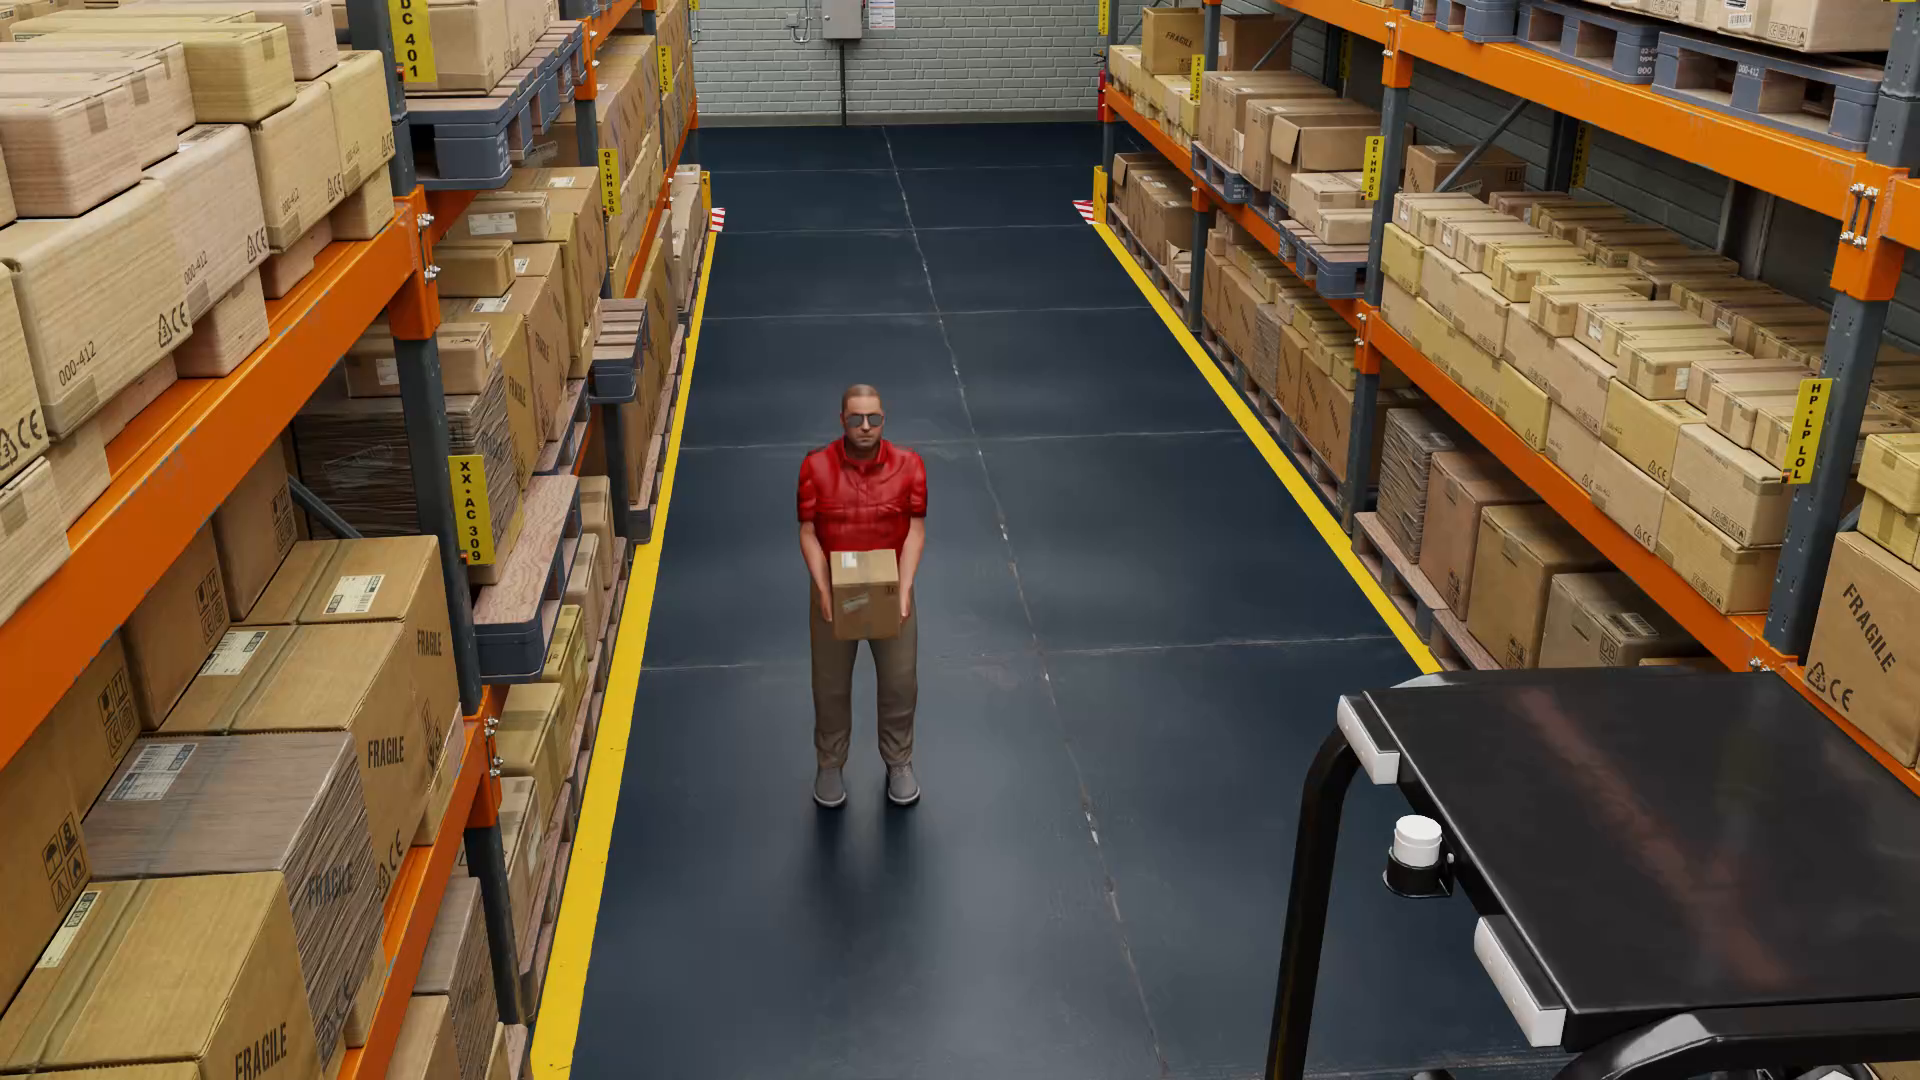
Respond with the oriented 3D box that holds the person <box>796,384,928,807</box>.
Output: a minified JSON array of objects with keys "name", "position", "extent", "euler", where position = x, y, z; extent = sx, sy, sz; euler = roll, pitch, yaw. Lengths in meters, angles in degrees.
[{"name":"person","position":[-0.369,0.254,6.536],"extent":[0.514,1.725,0.530],"euler":[-2,24,-5]}]
